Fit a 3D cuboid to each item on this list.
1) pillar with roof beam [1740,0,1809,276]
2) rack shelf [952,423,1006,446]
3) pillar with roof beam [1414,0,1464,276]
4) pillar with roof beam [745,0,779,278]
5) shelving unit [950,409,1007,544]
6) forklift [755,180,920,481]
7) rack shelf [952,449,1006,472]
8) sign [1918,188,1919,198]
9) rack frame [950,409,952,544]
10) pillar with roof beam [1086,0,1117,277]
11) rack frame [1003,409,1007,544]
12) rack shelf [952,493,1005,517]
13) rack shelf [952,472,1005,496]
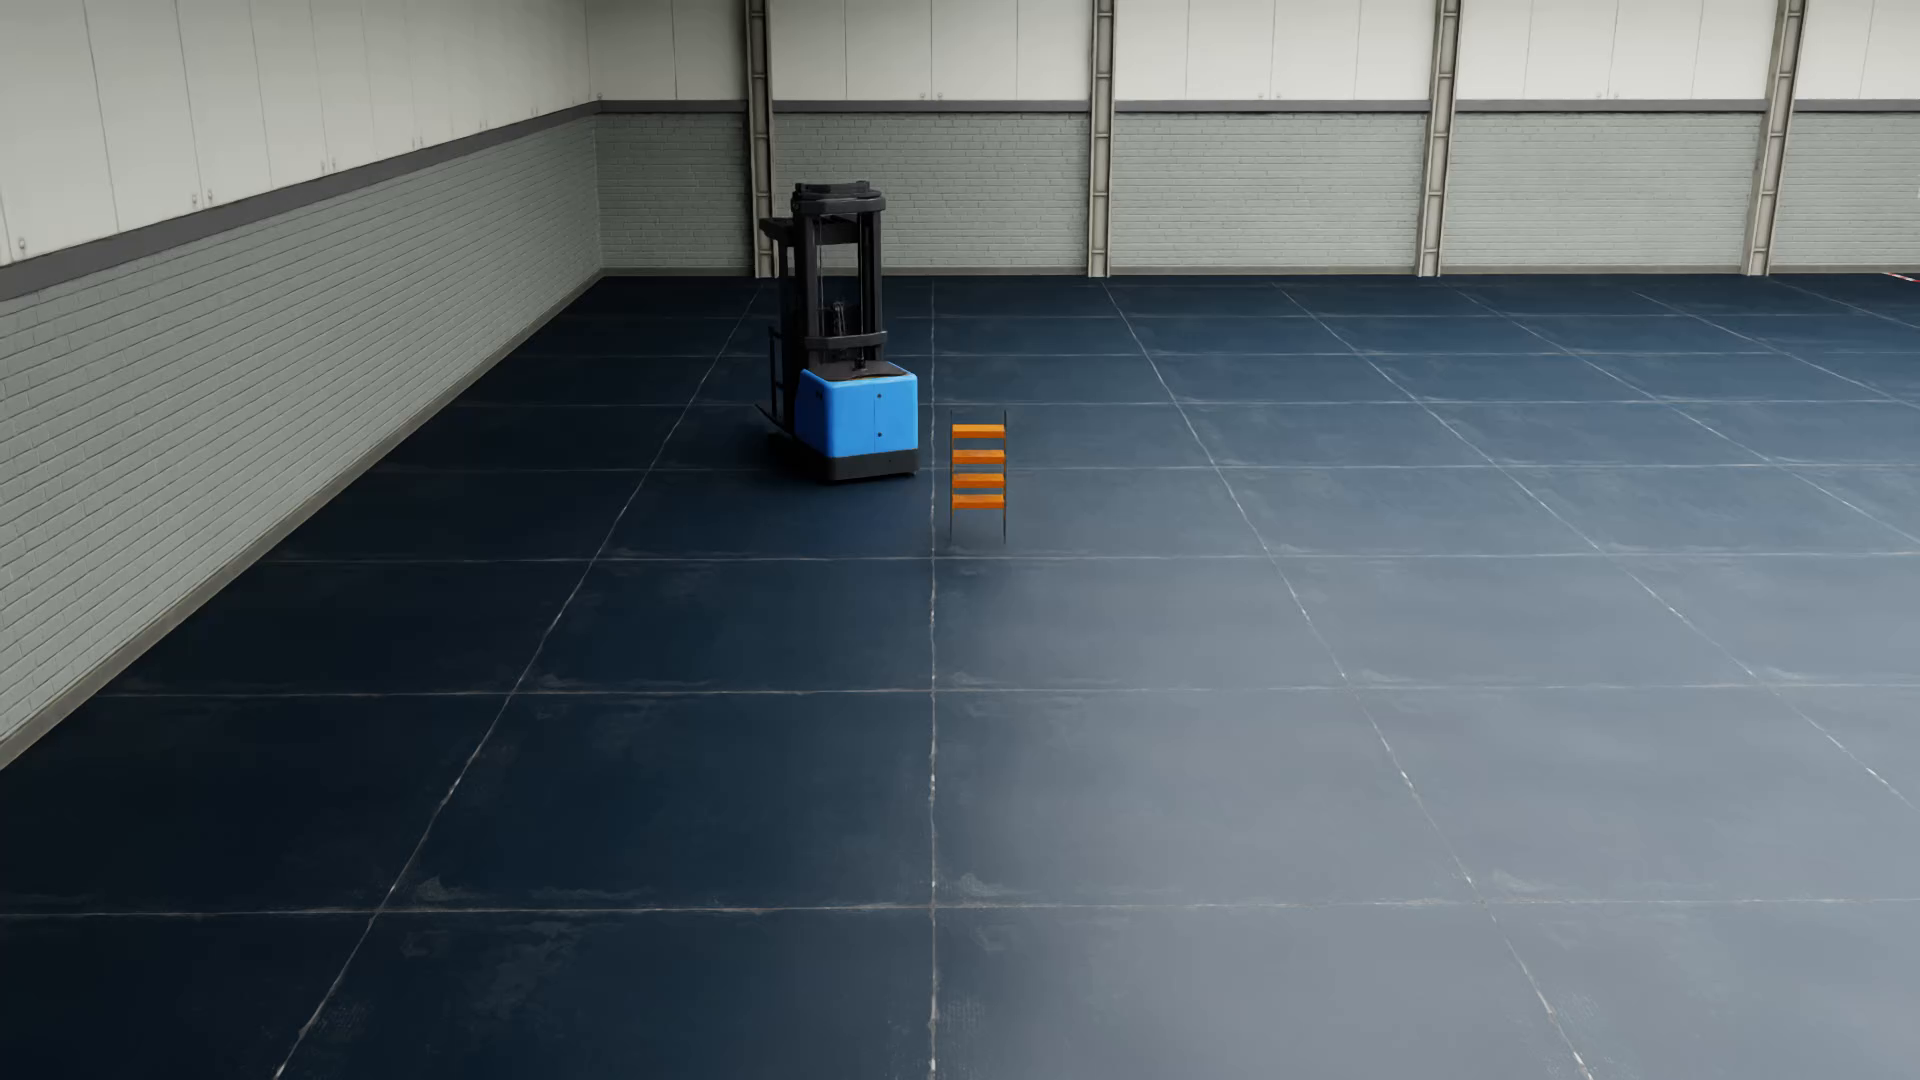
[{"bbox_3d":[14.573,-7.823,24.906,0.400,9.000,9.100,0,18,-1],"label":"pillar with roof beam"},{"bbox_3d":[0.166,-0.946,14.949,0.480,0.148,0.258,0,18,-1],"label":"rack shelf"},{"bbox_3d":[8.574,-7.794,24.816,0.400,9.000,9.100,0,18,-1],"label":"pillar with roof beam"},{"bbox_3d":[-3.425,-7.737,24.635,0.400,9.000,9.100,0,18,-1],"label":"pillar with roof beam"},{"bbox_3d":[0.166,-0.572,15.069,0.503,1.200,0.258,0,18,-1],"label":"shelving unit"},{"bbox_3d":[-1.484,-2.408,17.957,1.130,2.935,3.031,-8,19,-23],"label":"forklift"},{"bbox_3d":[0.166,-0.721,15.021,0.480,0.148,0.258,0,18,-1],"label":"rack shelf"},{"bbox_3d":[17.478,-6.356,30.095,0.234,0.329,0.001,0,18,-1],"label":"sign"},{"bbox_3d":[-0.078,-0.571,15.066,0.015,1.200,0.240,0,18,-1],"label":"rack frame"},{"bbox_3d":[2.574,-7.766,24.726,0.400,9.000,9.100,0,18,-1],"label":"pillar with roof beam"},{"bbox_3d":[0.409,-0.573,15.073,0.015,1.200,0.240,0,18,-1],"label":"rack frame"},{"bbox_3d":[0.166,-0.319,15.150,0.480,0.148,0.258,0,18,-1],"label":"rack shelf"},{"bbox_3d":[0.166,-0.508,15.090,0.480,0.148,0.258,0,18,-1],"label":"rack shelf"}]
